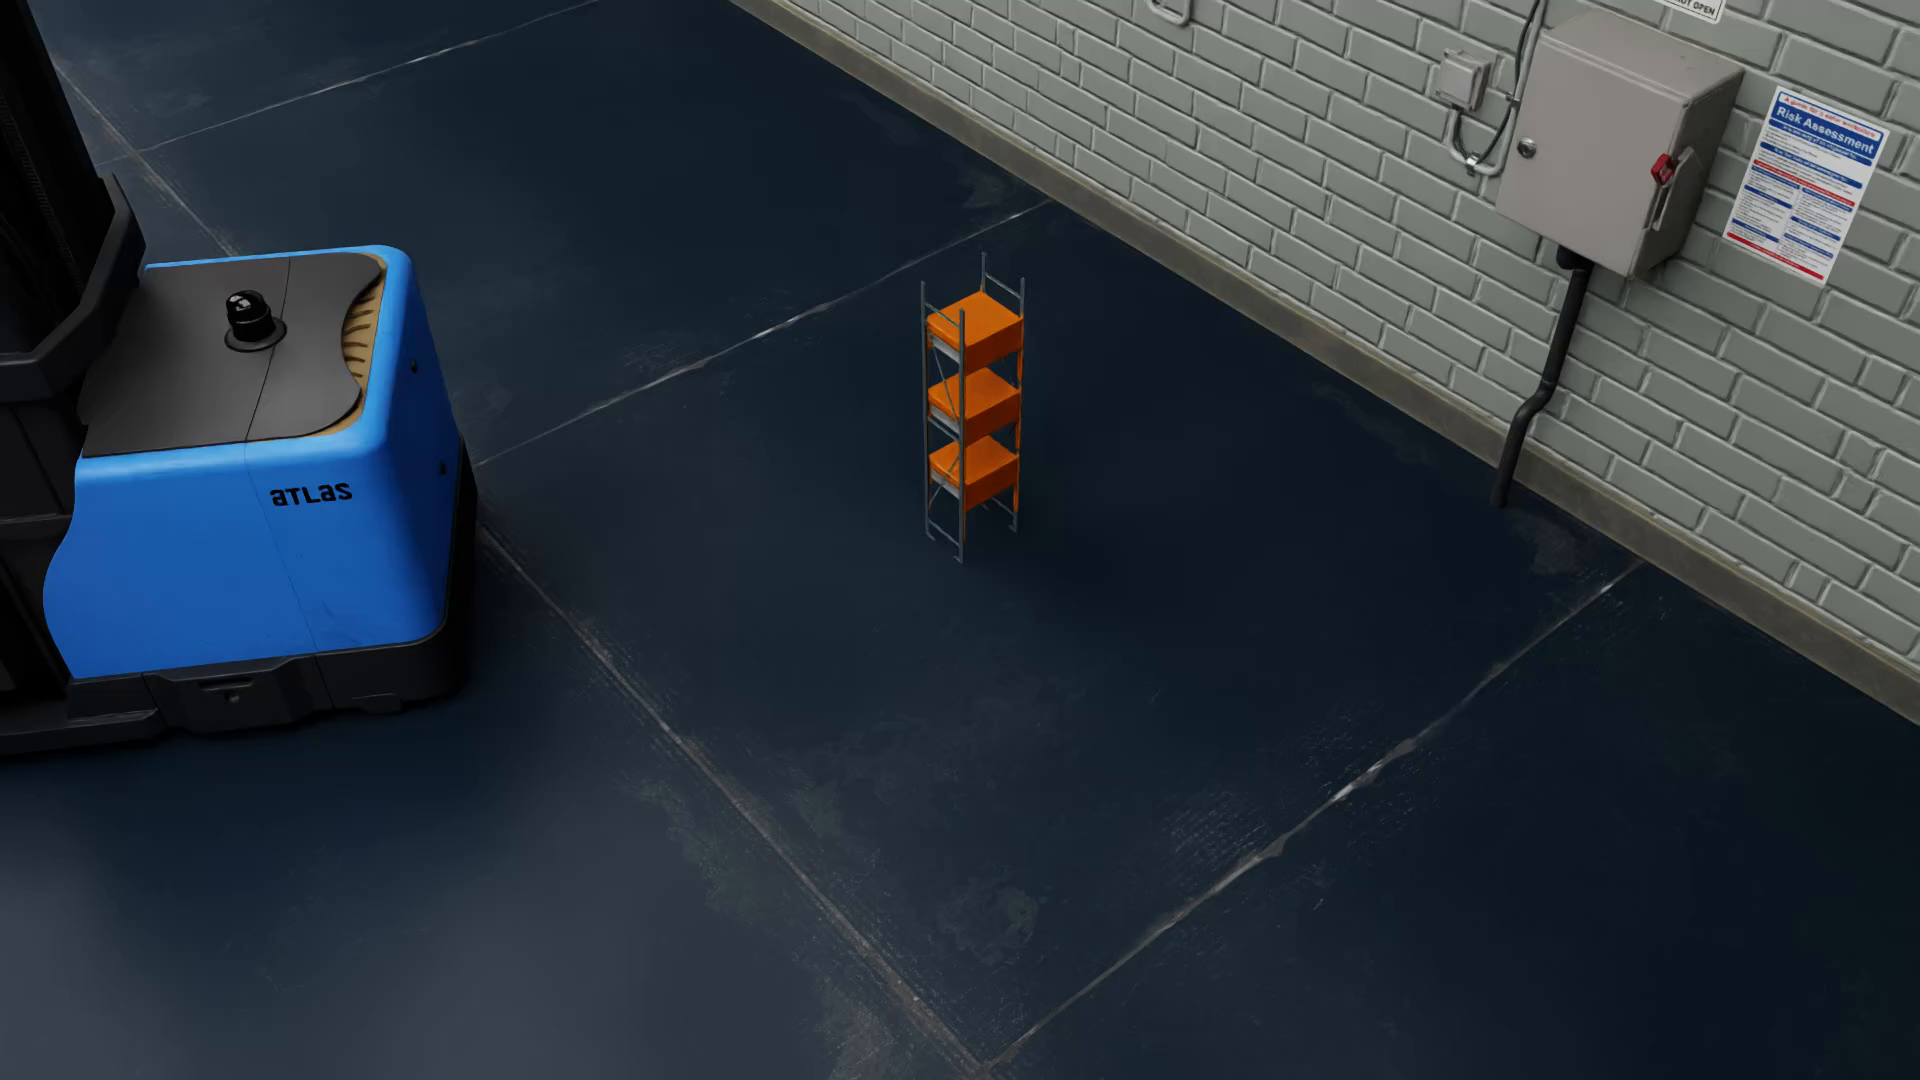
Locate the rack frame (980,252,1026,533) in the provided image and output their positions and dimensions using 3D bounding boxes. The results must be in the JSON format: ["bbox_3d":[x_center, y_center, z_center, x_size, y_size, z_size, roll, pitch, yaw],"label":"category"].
[{"bbox_3d":[0.135,-0.460,5.473,0.008,1.050,0.200,-30,51,-28],"label":"rack frame"}]

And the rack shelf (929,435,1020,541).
[{"bbox_3d":[0.041,-0.196,5.613,0.240,0.259,0.215,-30,51,-28],"label":"rack shelf"}]

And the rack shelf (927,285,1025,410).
[{"bbox_3d":[0.041,-0.605,5.229,0.240,0.259,0.215,-30,51,-28],"label":"rack shelf"}]

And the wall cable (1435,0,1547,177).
[{"bbox_3d":[1.580,-1.997,4.943,0.122,1.984,0.588,-30,51,-28],"label":"wall cable"}]

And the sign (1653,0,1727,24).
[{"bbox_3d":[2.020,-1.620,4.681,0.001,0.242,0.339,-30,51,-28],"label":"sign"}]

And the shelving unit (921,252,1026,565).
[{"bbox_3d":[0.041,-0.406,5.416,0.252,1.050,0.215,-30,51,-28],"label":"shelving unit"}]

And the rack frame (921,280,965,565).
[{"bbox_3d":[-0.053,-0.353,5.359,0.008,1.050,0.200,-30,51,-28],"label":"rack frame"}]

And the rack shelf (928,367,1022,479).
[{"bbox_3d":[0.041,-0.398,5.423,0.240,0.259,0.215,-30,51,-28],"label":"rack shelf"}]

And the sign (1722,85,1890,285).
[{"bbox_3d":[2.373,-0.996,4.689,0.001,0.494,0.329,-30,51,-28],"label":"sign"}]

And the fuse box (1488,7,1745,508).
[{"bbox_3d":[1.897,-0.729,5.277,0.414,1.711,0.539,-30,51,-28],"label":"fuse box"}]

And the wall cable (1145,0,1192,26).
[{"bbox_3d":[0.661,-2.748,5.720,0.123,1.953,0.585,-30,51,-28],"label":"wall cable"}]

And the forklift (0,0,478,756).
[{"bbox_3d":[-3.118,-0.731,4.388,3.031,2.935,1.130,-6,44,-7],"label":"forklift"}]
